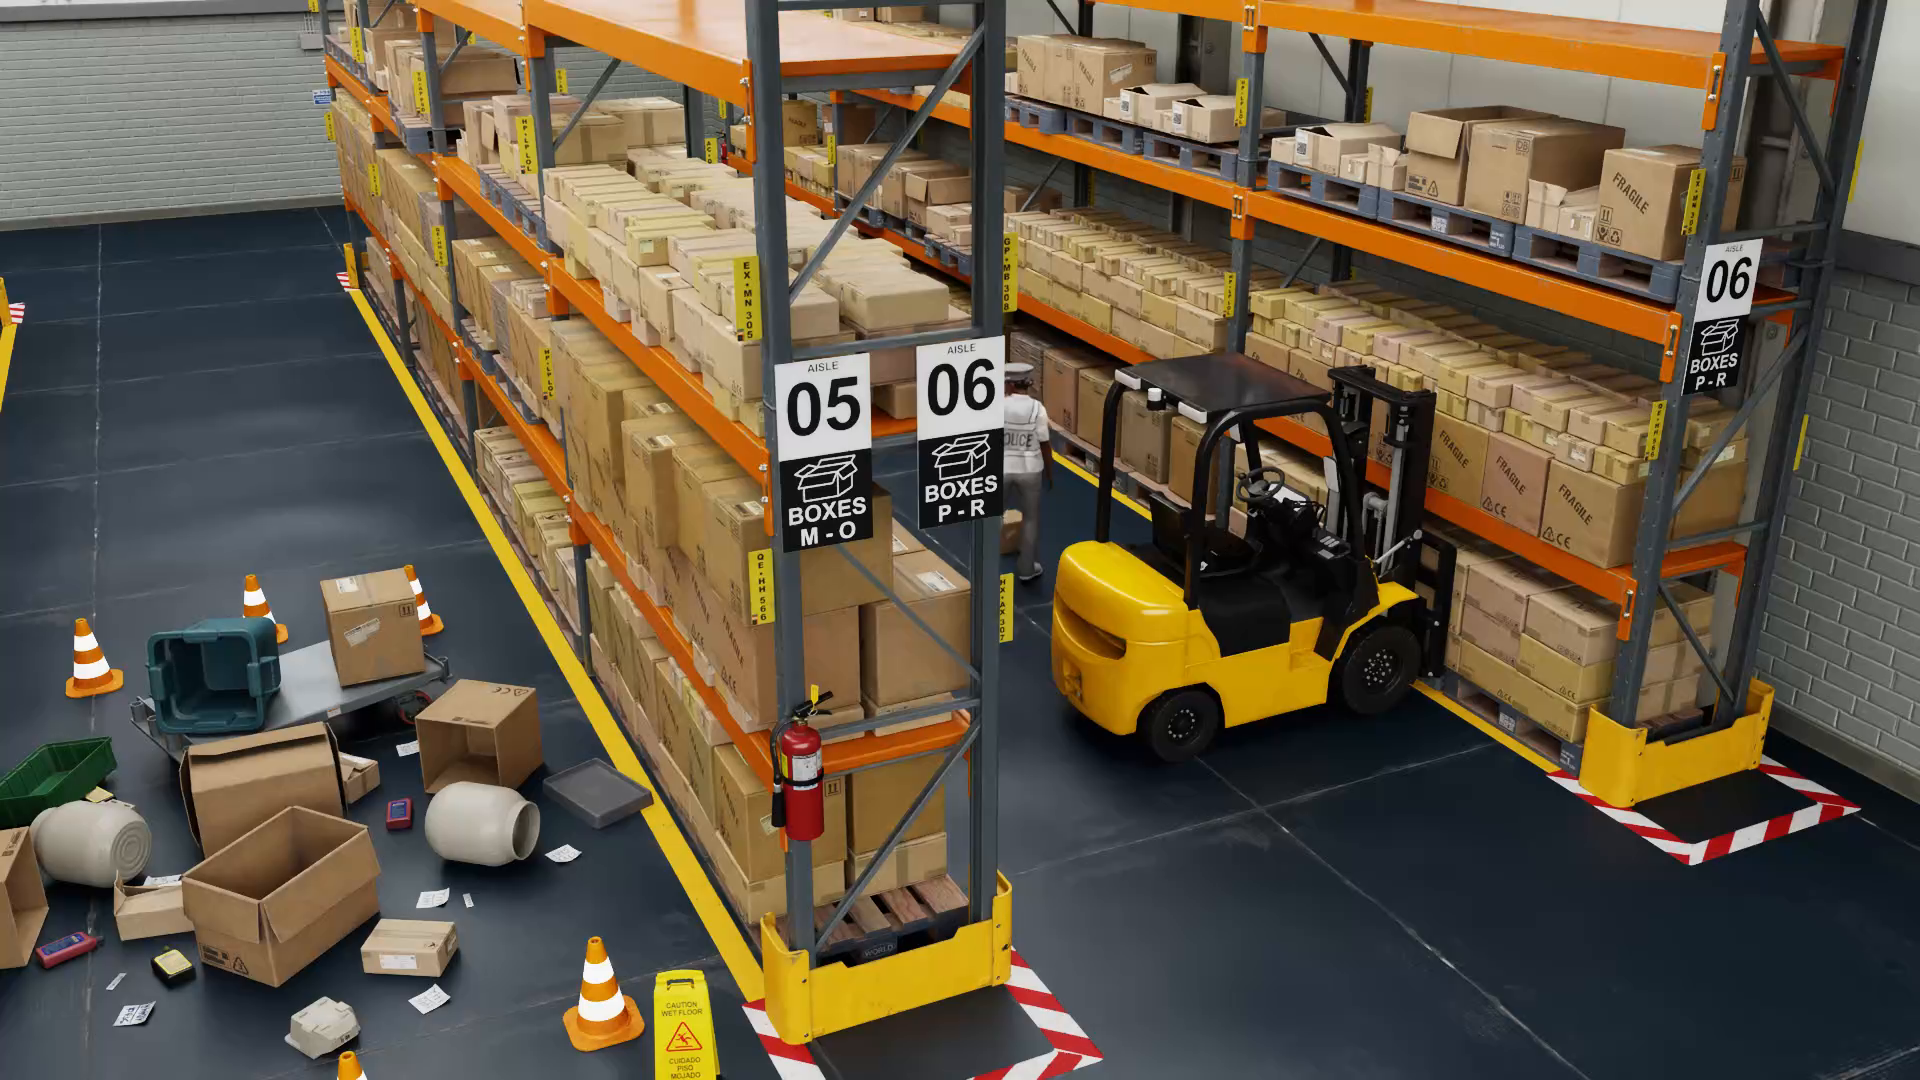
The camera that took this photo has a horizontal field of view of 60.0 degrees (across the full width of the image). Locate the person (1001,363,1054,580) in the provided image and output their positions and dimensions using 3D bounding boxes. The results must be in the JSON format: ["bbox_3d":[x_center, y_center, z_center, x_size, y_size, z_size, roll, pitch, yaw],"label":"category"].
[{"bbox_3d":[0.417,-0.471,12.109,0.493,1.660,0.494,6,23,14],"label":"person"}]
